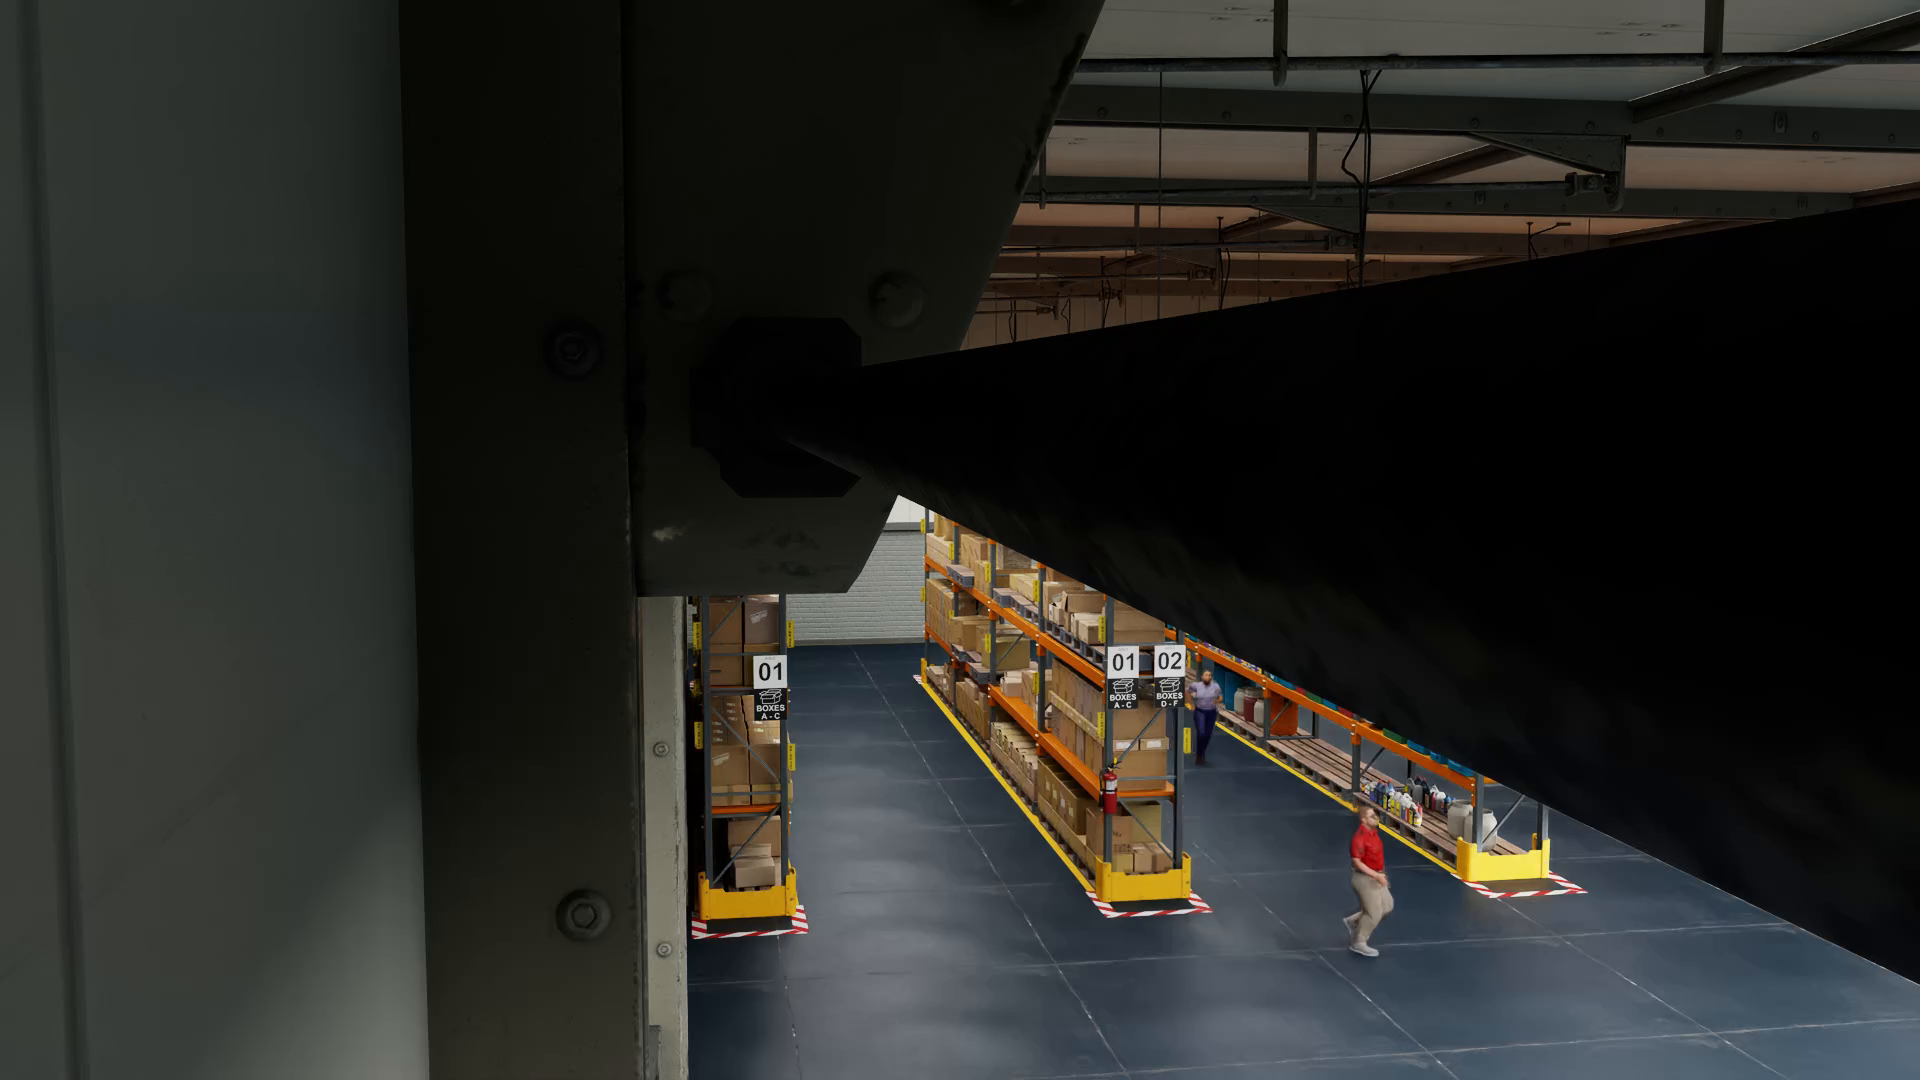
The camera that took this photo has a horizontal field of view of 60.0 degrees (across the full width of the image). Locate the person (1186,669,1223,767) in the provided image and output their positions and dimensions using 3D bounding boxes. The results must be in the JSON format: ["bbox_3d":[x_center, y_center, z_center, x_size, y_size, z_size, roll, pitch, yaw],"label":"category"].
[{"bbox_3d":[4.194,3.032,28.476,0.571,1.664,0.762,-1,5,-8],"label":"person"}]

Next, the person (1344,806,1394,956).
[{"bbox_3d":[4.613,3.843,18.806,0.542,1.689,0.668,2,6,25],"label":"person"}]
